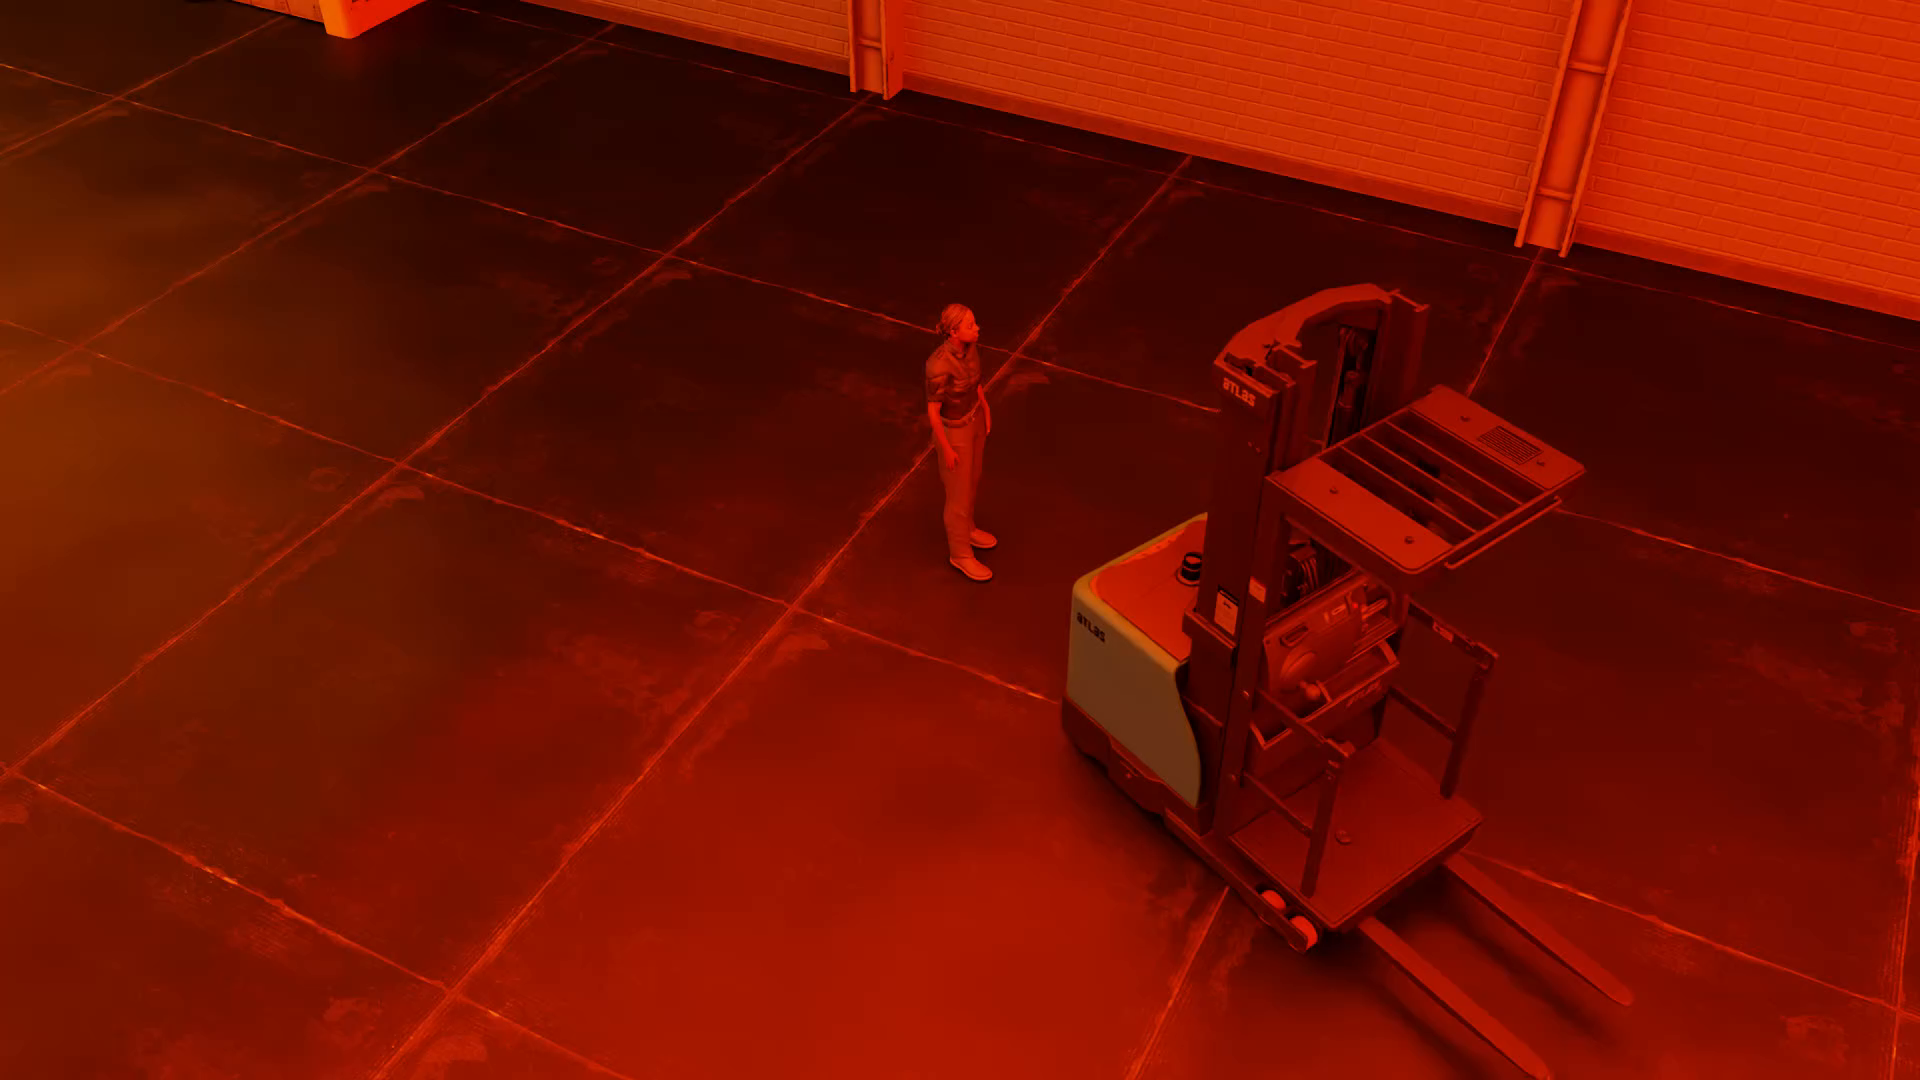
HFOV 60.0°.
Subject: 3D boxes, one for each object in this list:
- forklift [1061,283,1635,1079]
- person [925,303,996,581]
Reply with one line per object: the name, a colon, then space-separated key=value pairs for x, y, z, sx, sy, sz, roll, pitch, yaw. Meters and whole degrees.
forklift: x=1.844 y=0.473 z=7.425 sx=1.130 sy=2.935 sz=3.031 roll=-26 pitch=47 yaw=-28
person: x=0.069 y=-0.601 z=9.680 sx=0.504 sy=1.654 sz=0.570 roll=18 pitch=43 yaw=21
